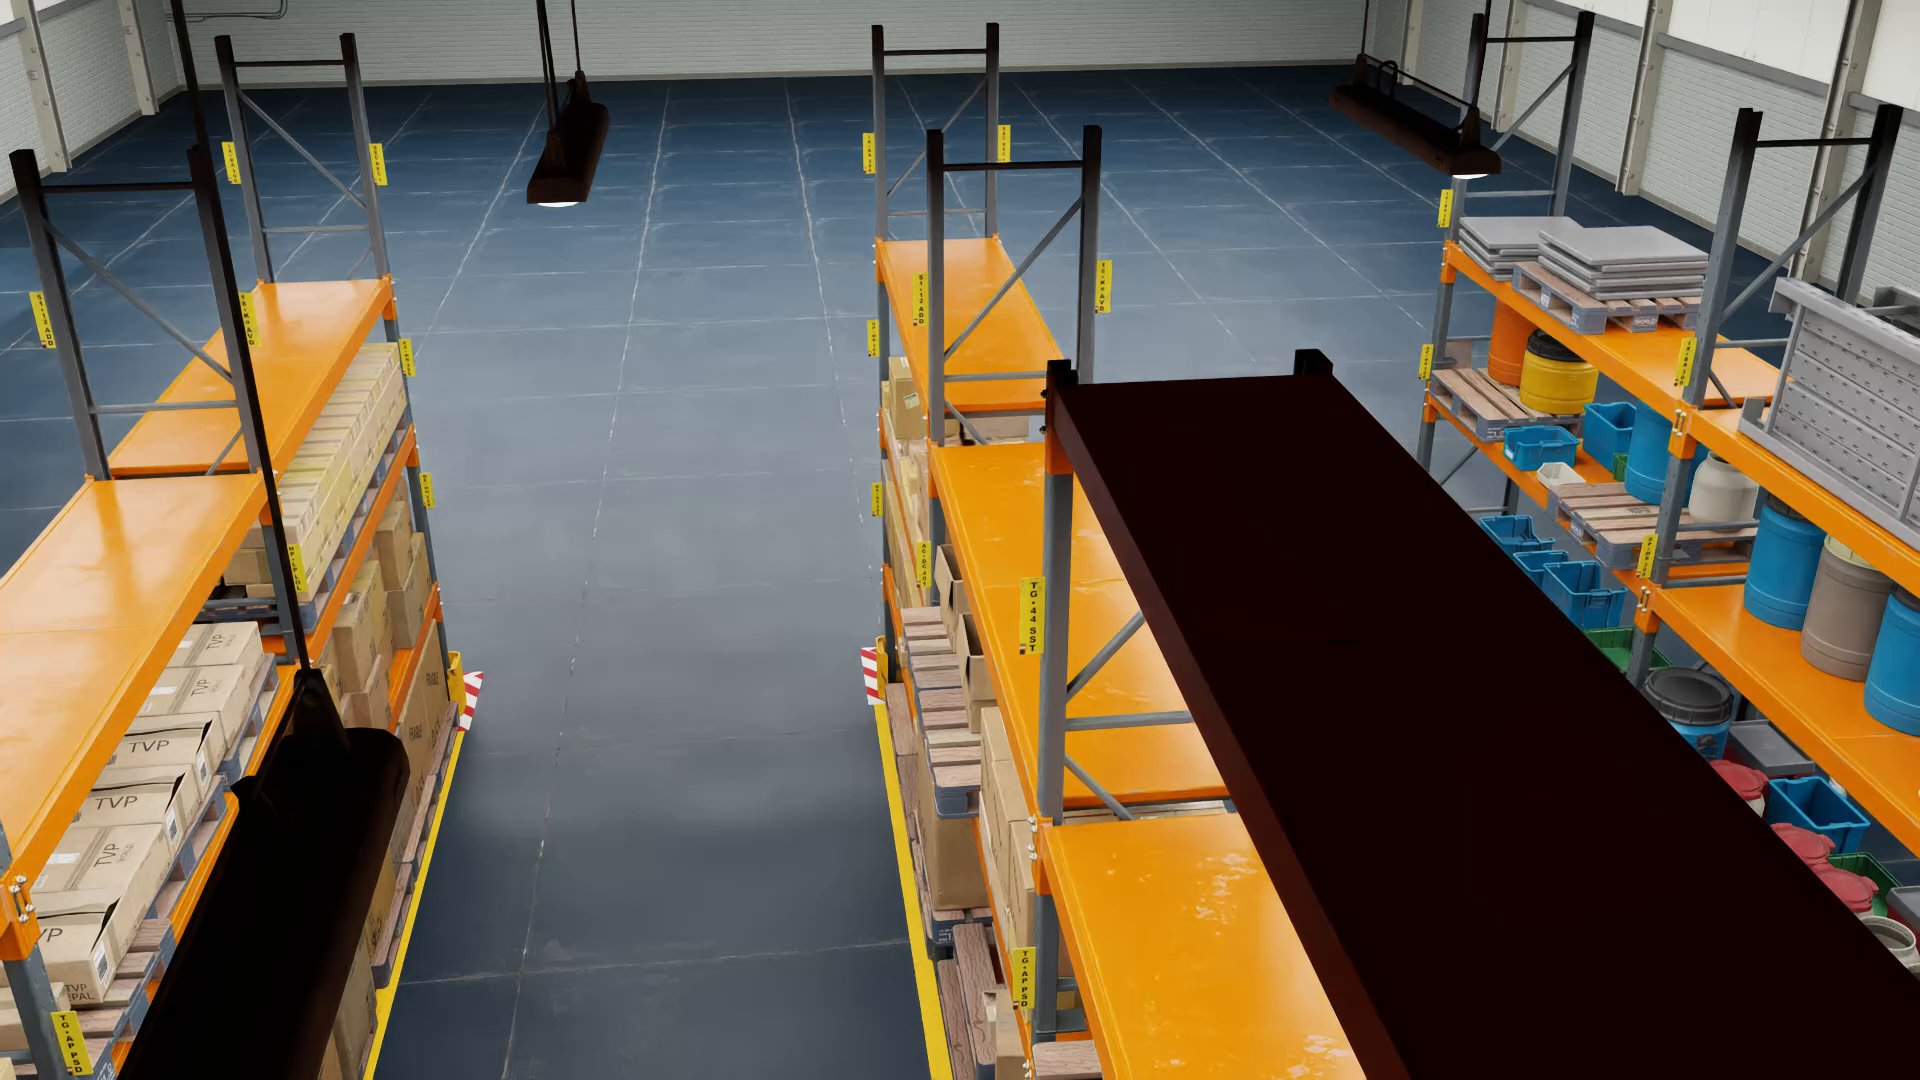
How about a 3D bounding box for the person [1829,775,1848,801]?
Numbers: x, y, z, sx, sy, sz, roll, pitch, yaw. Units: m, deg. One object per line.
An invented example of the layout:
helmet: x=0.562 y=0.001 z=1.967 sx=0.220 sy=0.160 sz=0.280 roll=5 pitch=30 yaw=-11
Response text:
person: x=7.047 y=1.486 z=13.518 sx=0.464 sy=1.578 sz=1.097 roll=2 pitch=26 yaw=5
